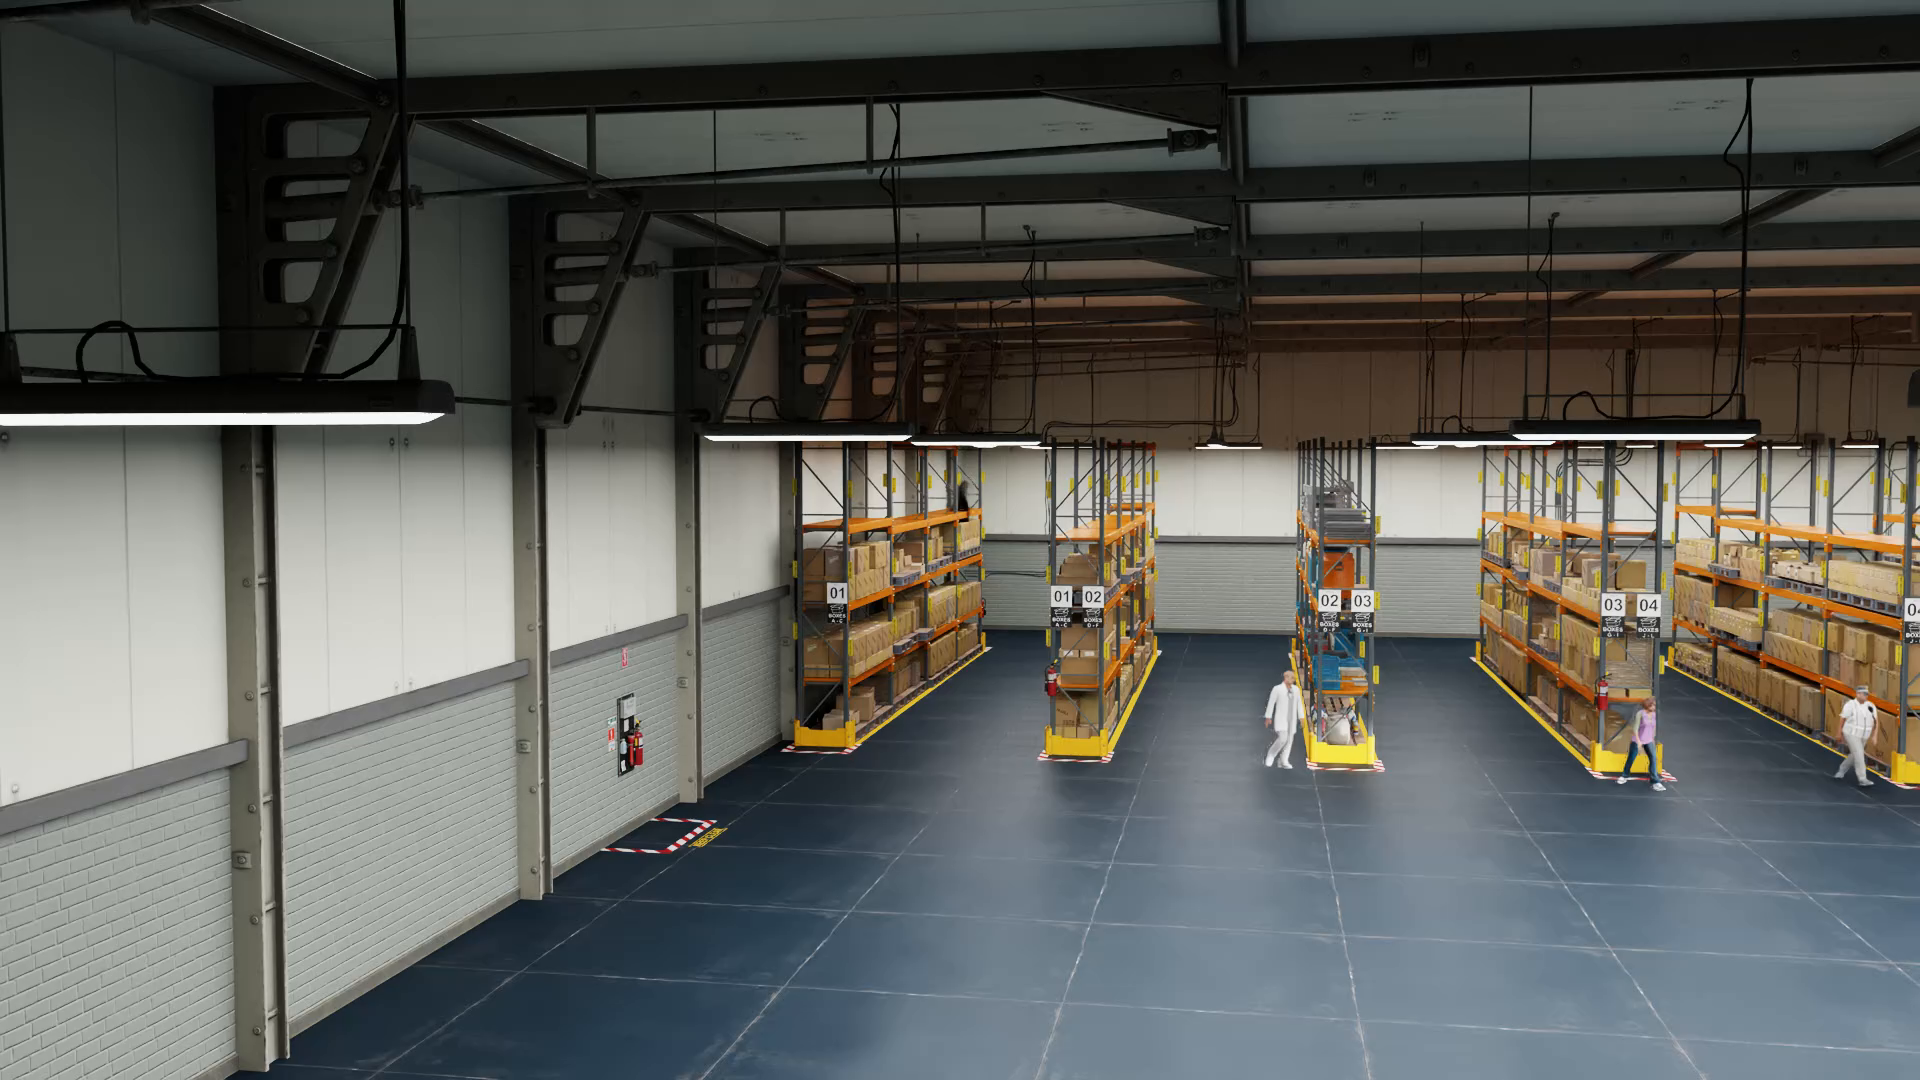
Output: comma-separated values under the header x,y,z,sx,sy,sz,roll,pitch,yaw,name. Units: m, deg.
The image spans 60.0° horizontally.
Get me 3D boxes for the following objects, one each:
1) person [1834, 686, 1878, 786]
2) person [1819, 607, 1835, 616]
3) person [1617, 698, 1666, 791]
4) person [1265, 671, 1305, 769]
x,y,z,sx,sy,sz,roll,pitch,yaw,name
15.461,3.337,28.619,0.542,1.704,0.993,0,3,-8,person
24.589,2.384,47.098,0.778,1.797,0.642,0,3,-6,person
11.634,3.444,28.329,0.552,1.546,0.832,-1,3,-16,person
5.852,3.236,29.992,0.666,1.766,0.568,-1,3,-22,person
